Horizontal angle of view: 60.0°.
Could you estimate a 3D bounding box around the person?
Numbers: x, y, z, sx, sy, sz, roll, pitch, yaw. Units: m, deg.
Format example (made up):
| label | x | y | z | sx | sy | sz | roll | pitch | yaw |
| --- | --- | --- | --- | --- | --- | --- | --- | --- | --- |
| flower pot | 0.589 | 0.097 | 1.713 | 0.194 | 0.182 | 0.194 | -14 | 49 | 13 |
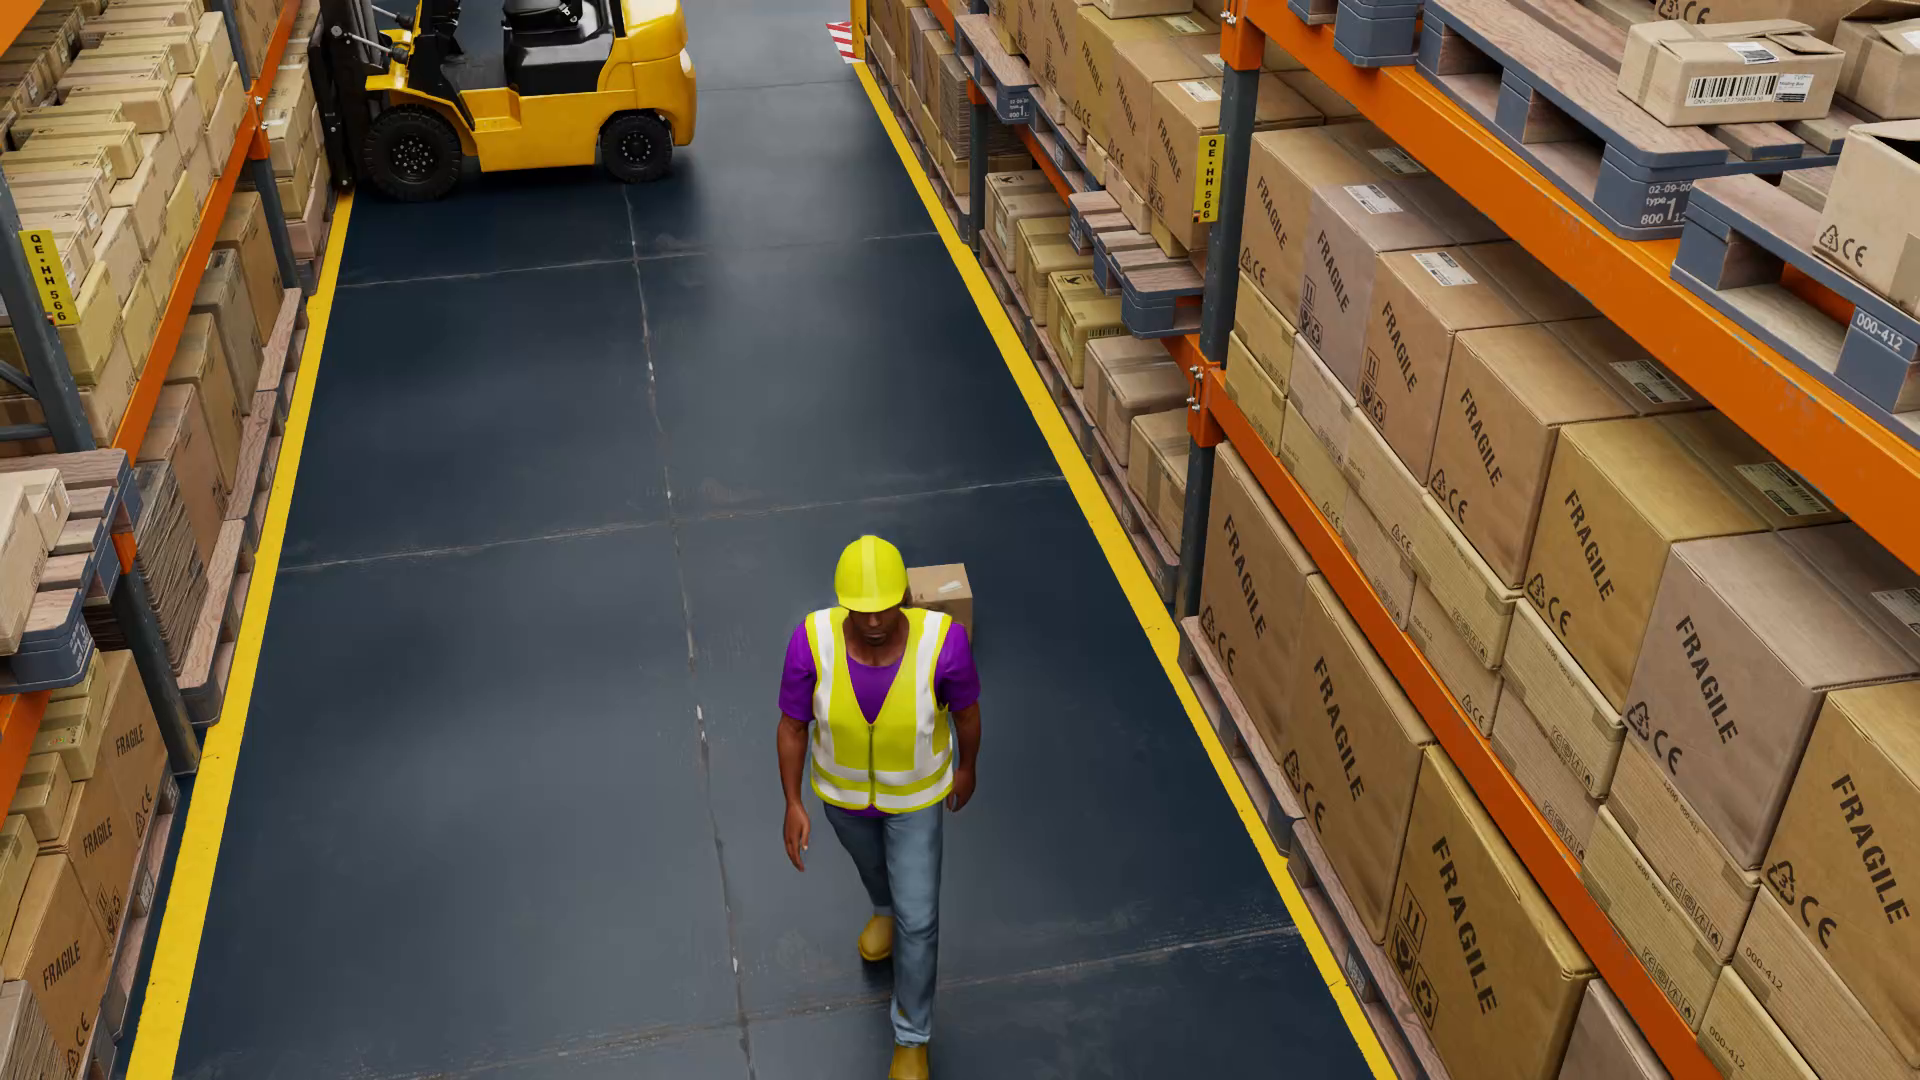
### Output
| label | x | y | z | sx | sy | sz | roll | pitch | yaw |
| --- | --- | --- | --- | --- | --- | --- | --- | --- | --- |
| person | -0.250 | 0.787 | 4.957 | 0.584 | 1.772 | 0.856 | 4 | 34 | 6 |
